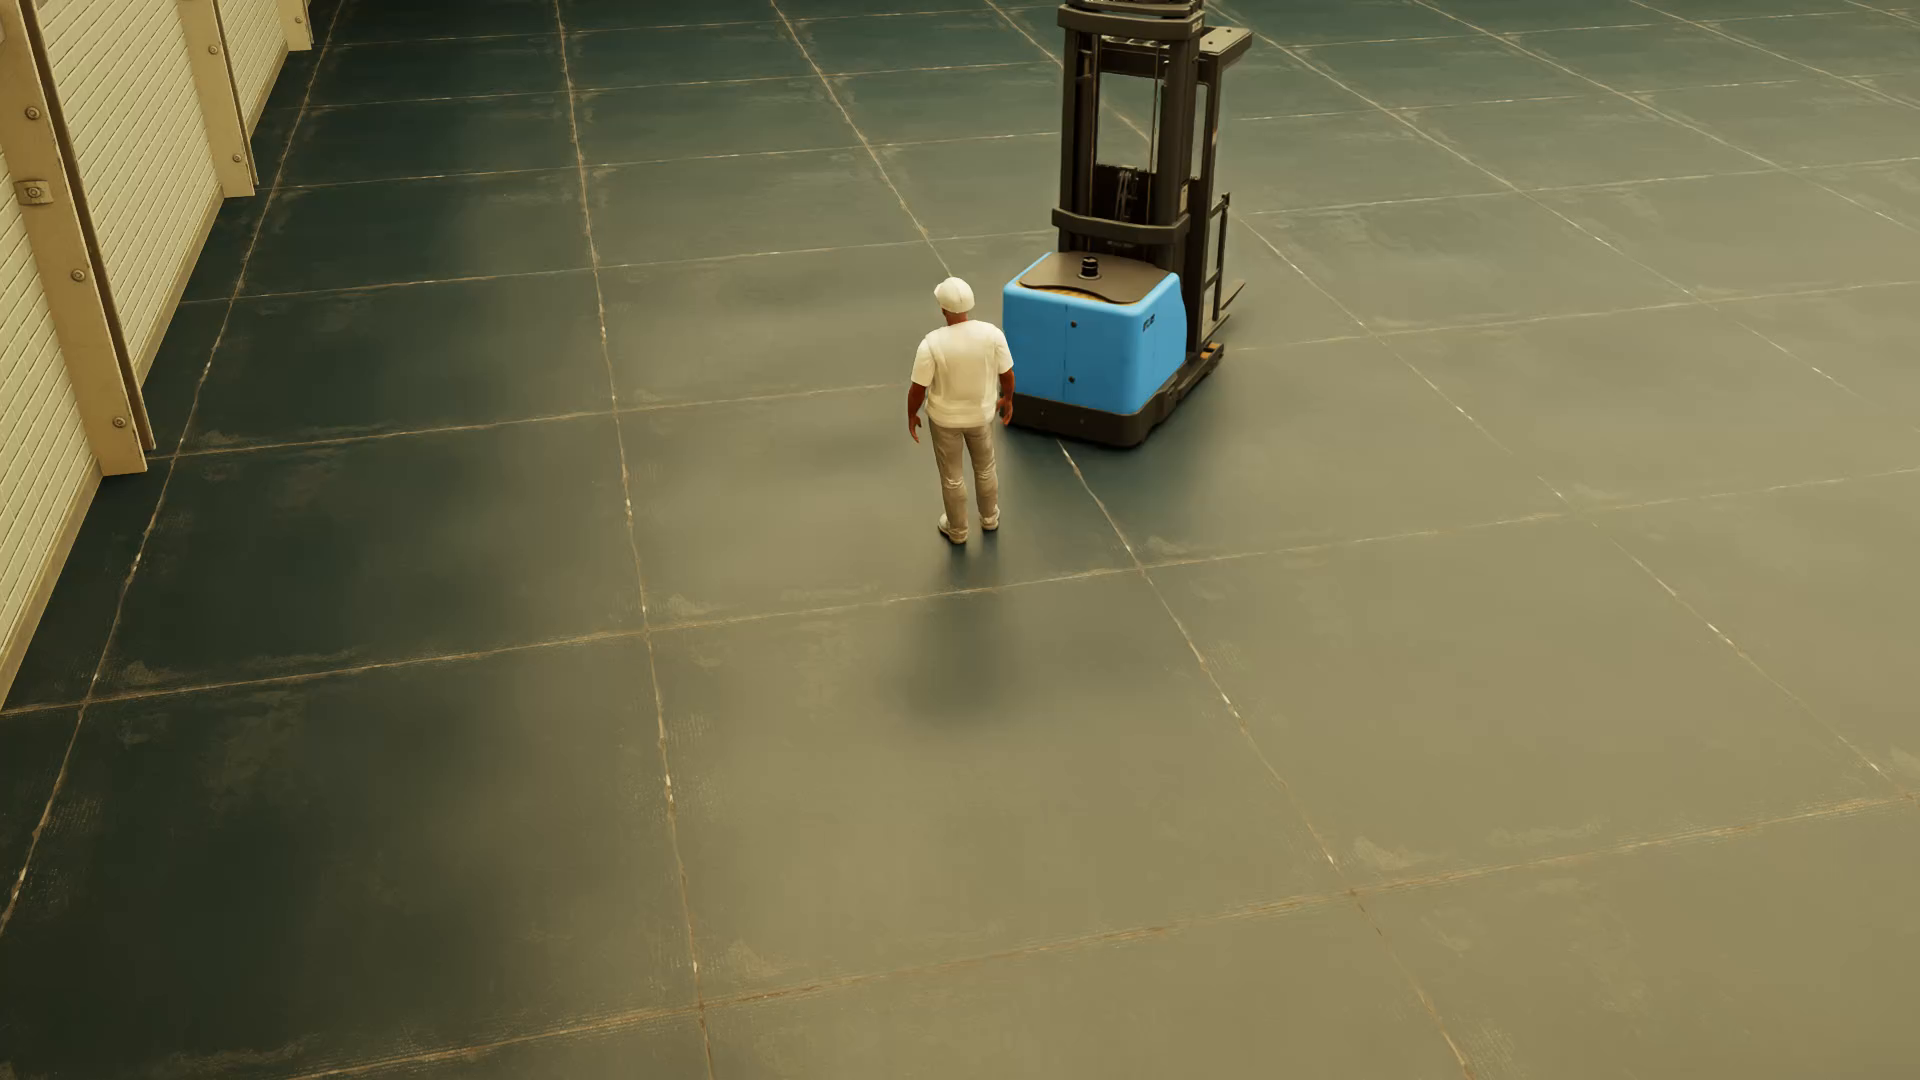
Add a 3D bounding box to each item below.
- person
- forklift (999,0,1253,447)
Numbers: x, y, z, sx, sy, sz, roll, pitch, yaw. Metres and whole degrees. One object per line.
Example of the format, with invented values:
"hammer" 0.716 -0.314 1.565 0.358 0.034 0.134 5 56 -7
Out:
"person" -0.011 -0.805 10.113 0.666 1.765 0.577 -7 31 -12
"forklift" 1.388 -2.626 12.111 1.130 2.935 3.031 14 33 23
